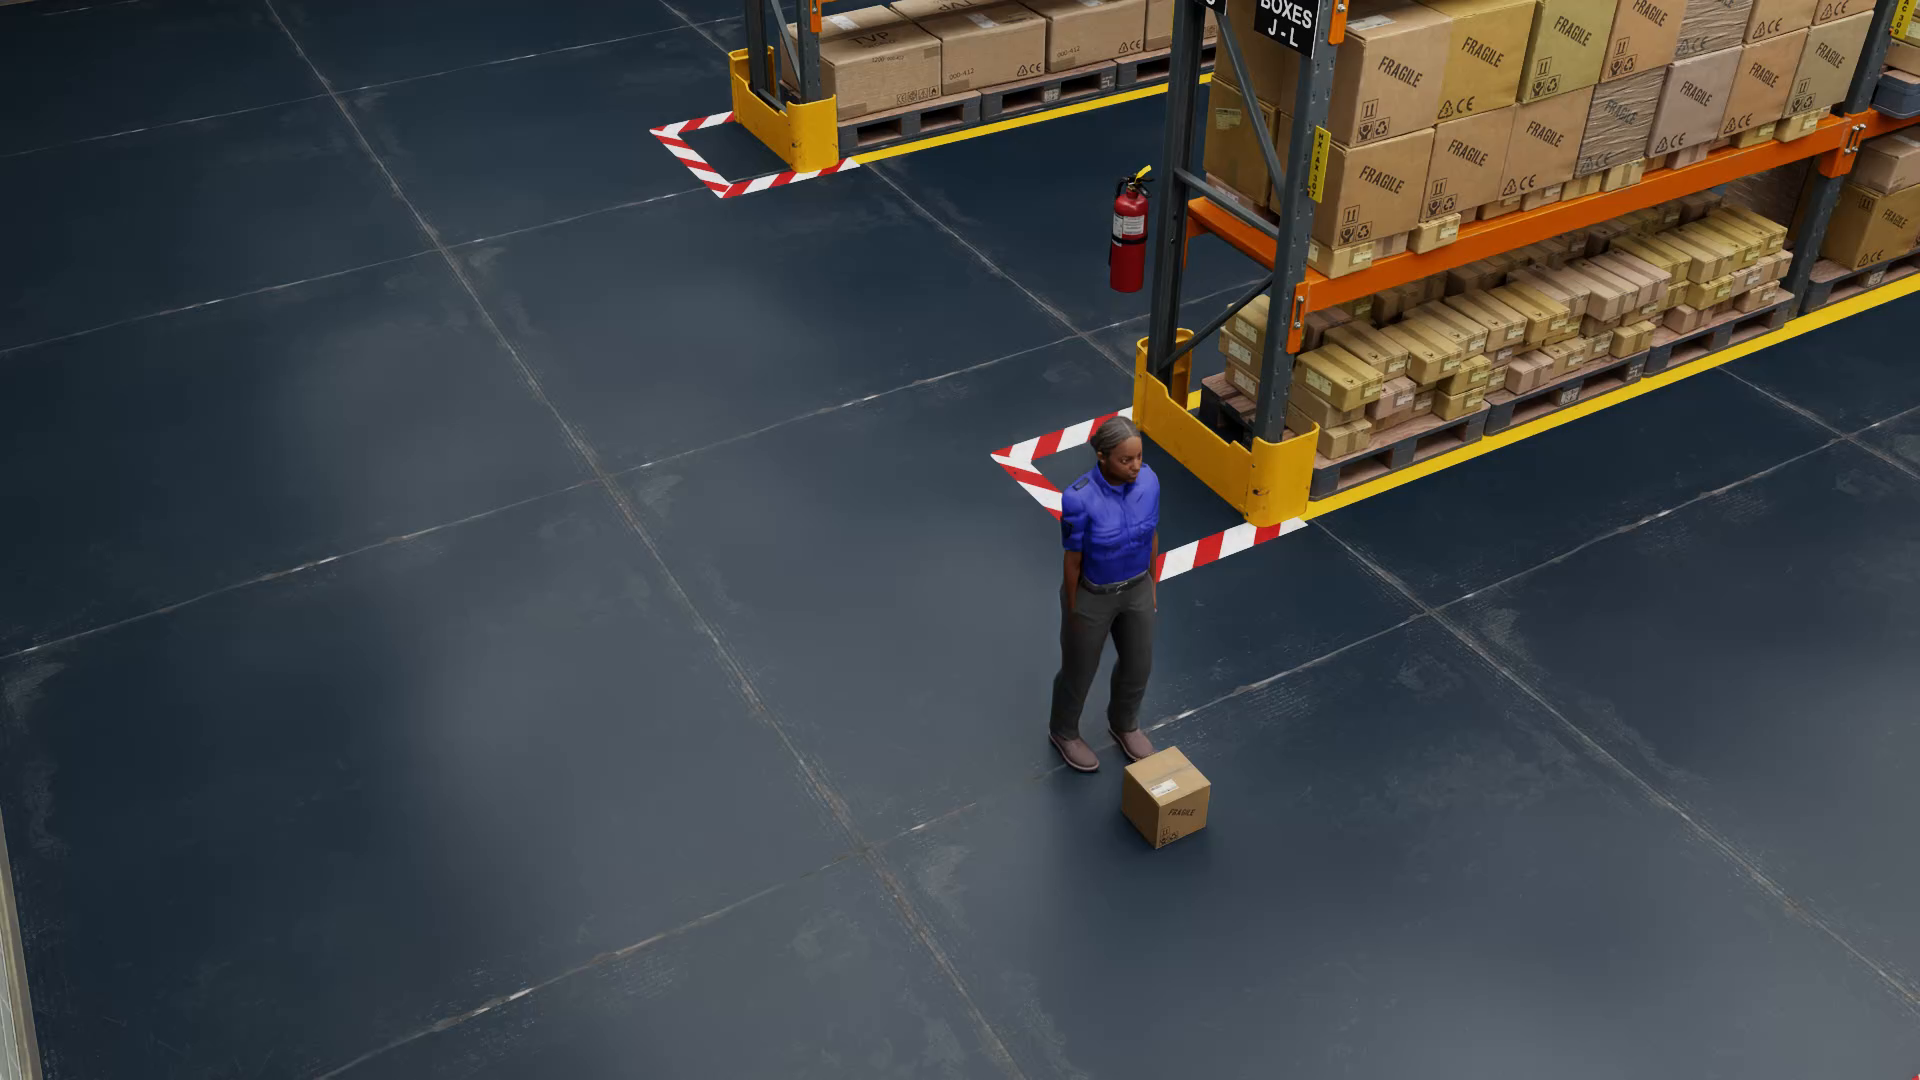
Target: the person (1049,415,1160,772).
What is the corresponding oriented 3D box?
[{"bbox_3d":[0.613,0.234,6.621,0.438,1.655,0.380,-18,41,-22],"label":"person"}]
